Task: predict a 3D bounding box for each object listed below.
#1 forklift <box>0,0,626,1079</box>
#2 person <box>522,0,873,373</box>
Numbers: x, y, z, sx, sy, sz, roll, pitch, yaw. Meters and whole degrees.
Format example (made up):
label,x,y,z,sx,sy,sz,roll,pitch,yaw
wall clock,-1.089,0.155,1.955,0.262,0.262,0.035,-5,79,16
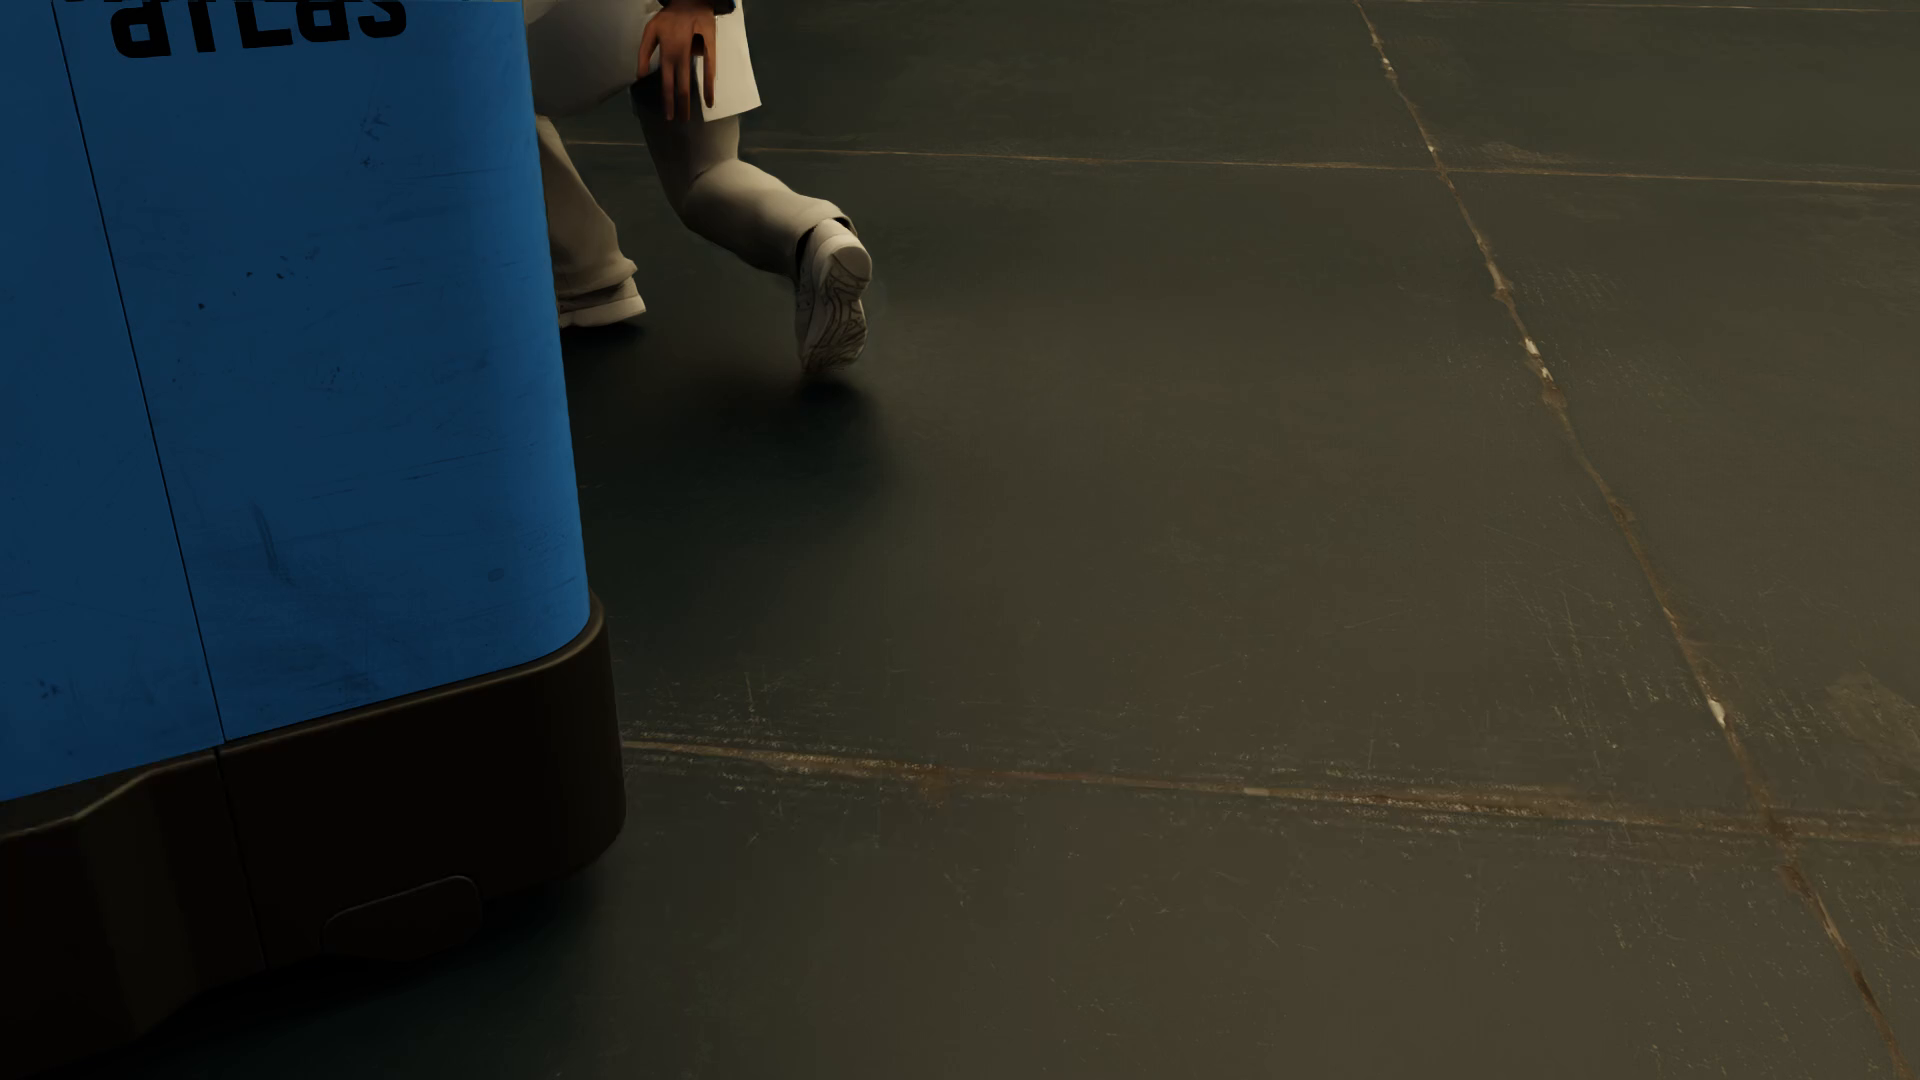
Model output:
label,x,y,z,sx,sy,sz,roll,pitch,yaw
forklift,-1.885,-0.795,0.811,3.031,2.935,1.130,-15,30,-27
person,-0.588,-0.997,2.877,0.957,1.538,0.723,11,28,20
